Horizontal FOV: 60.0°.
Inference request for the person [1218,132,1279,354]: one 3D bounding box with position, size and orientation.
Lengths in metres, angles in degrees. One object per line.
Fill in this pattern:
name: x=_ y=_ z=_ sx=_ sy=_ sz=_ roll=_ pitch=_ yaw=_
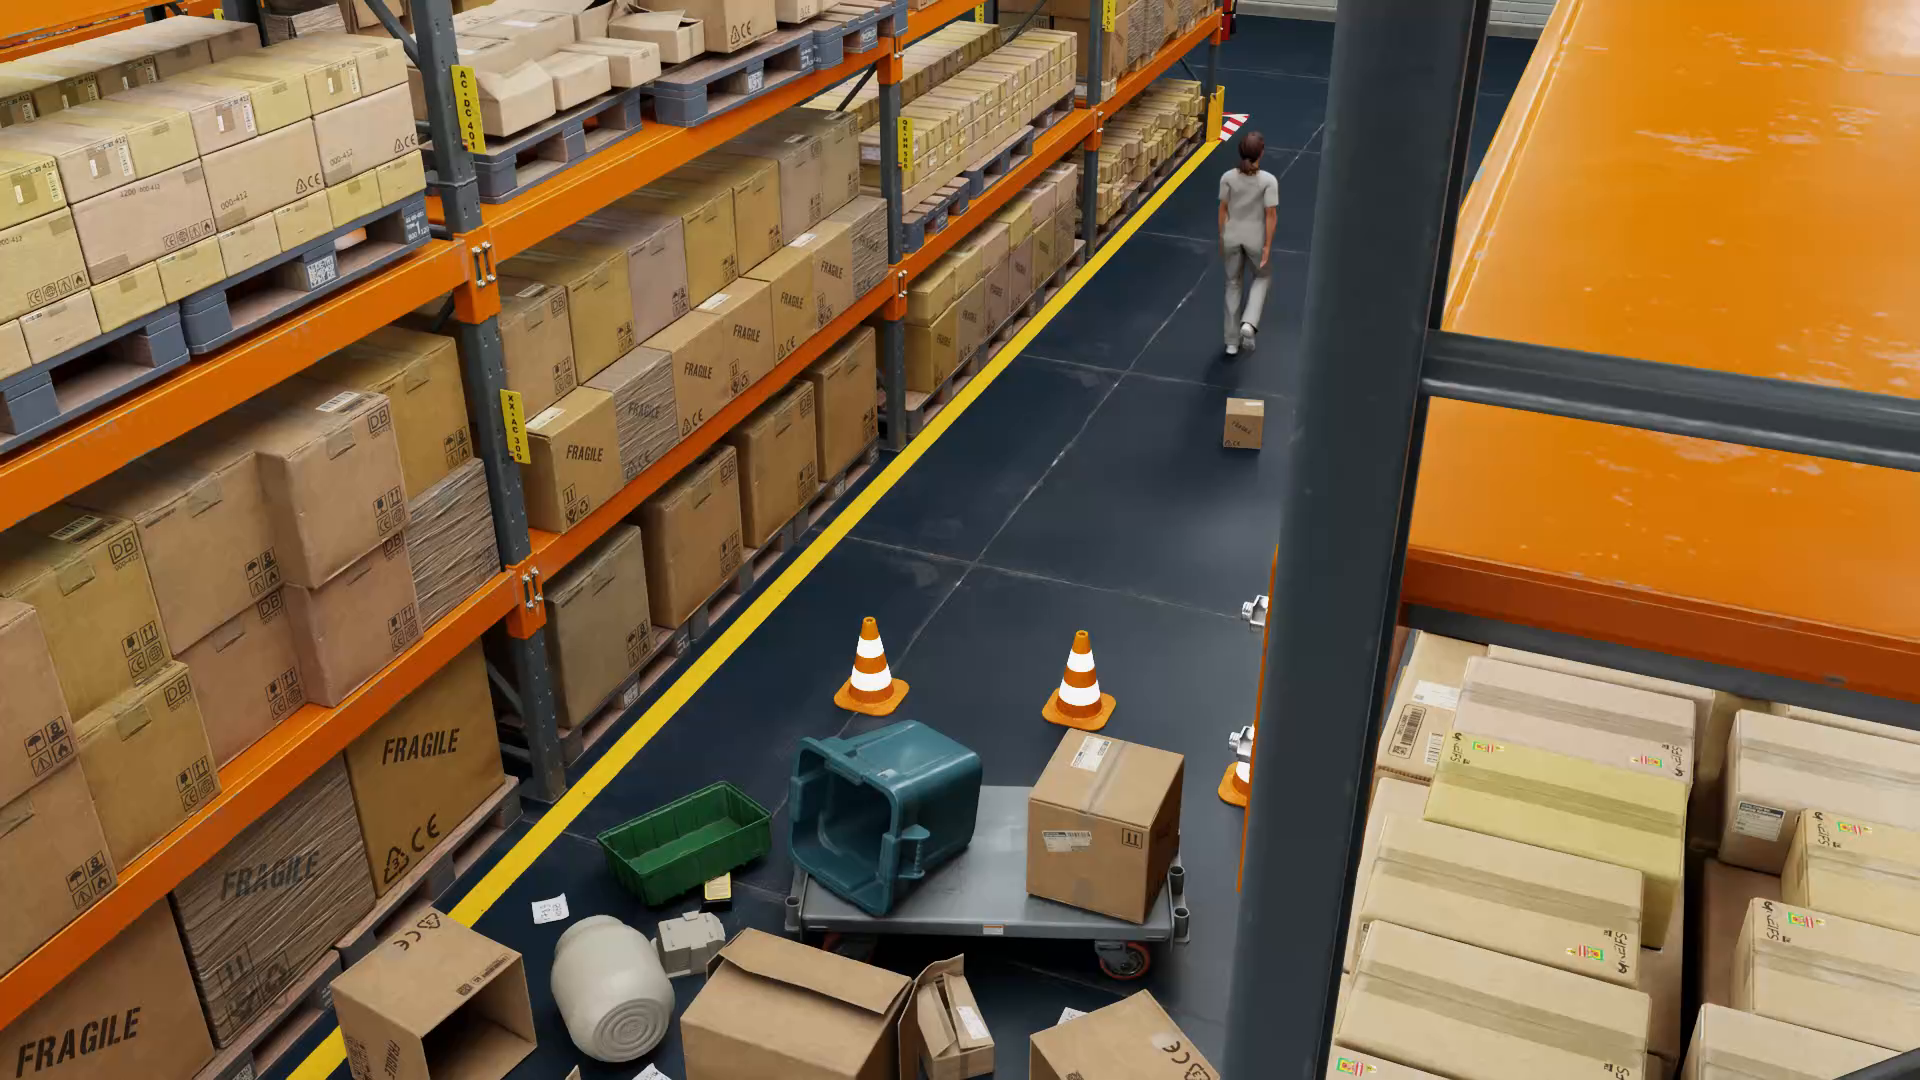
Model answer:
person: x=2.092 y=-2.185 z=12.176 sx=0.441 sy=1.658 sz=0.456 roll=8 pitch=31 yaw=14
